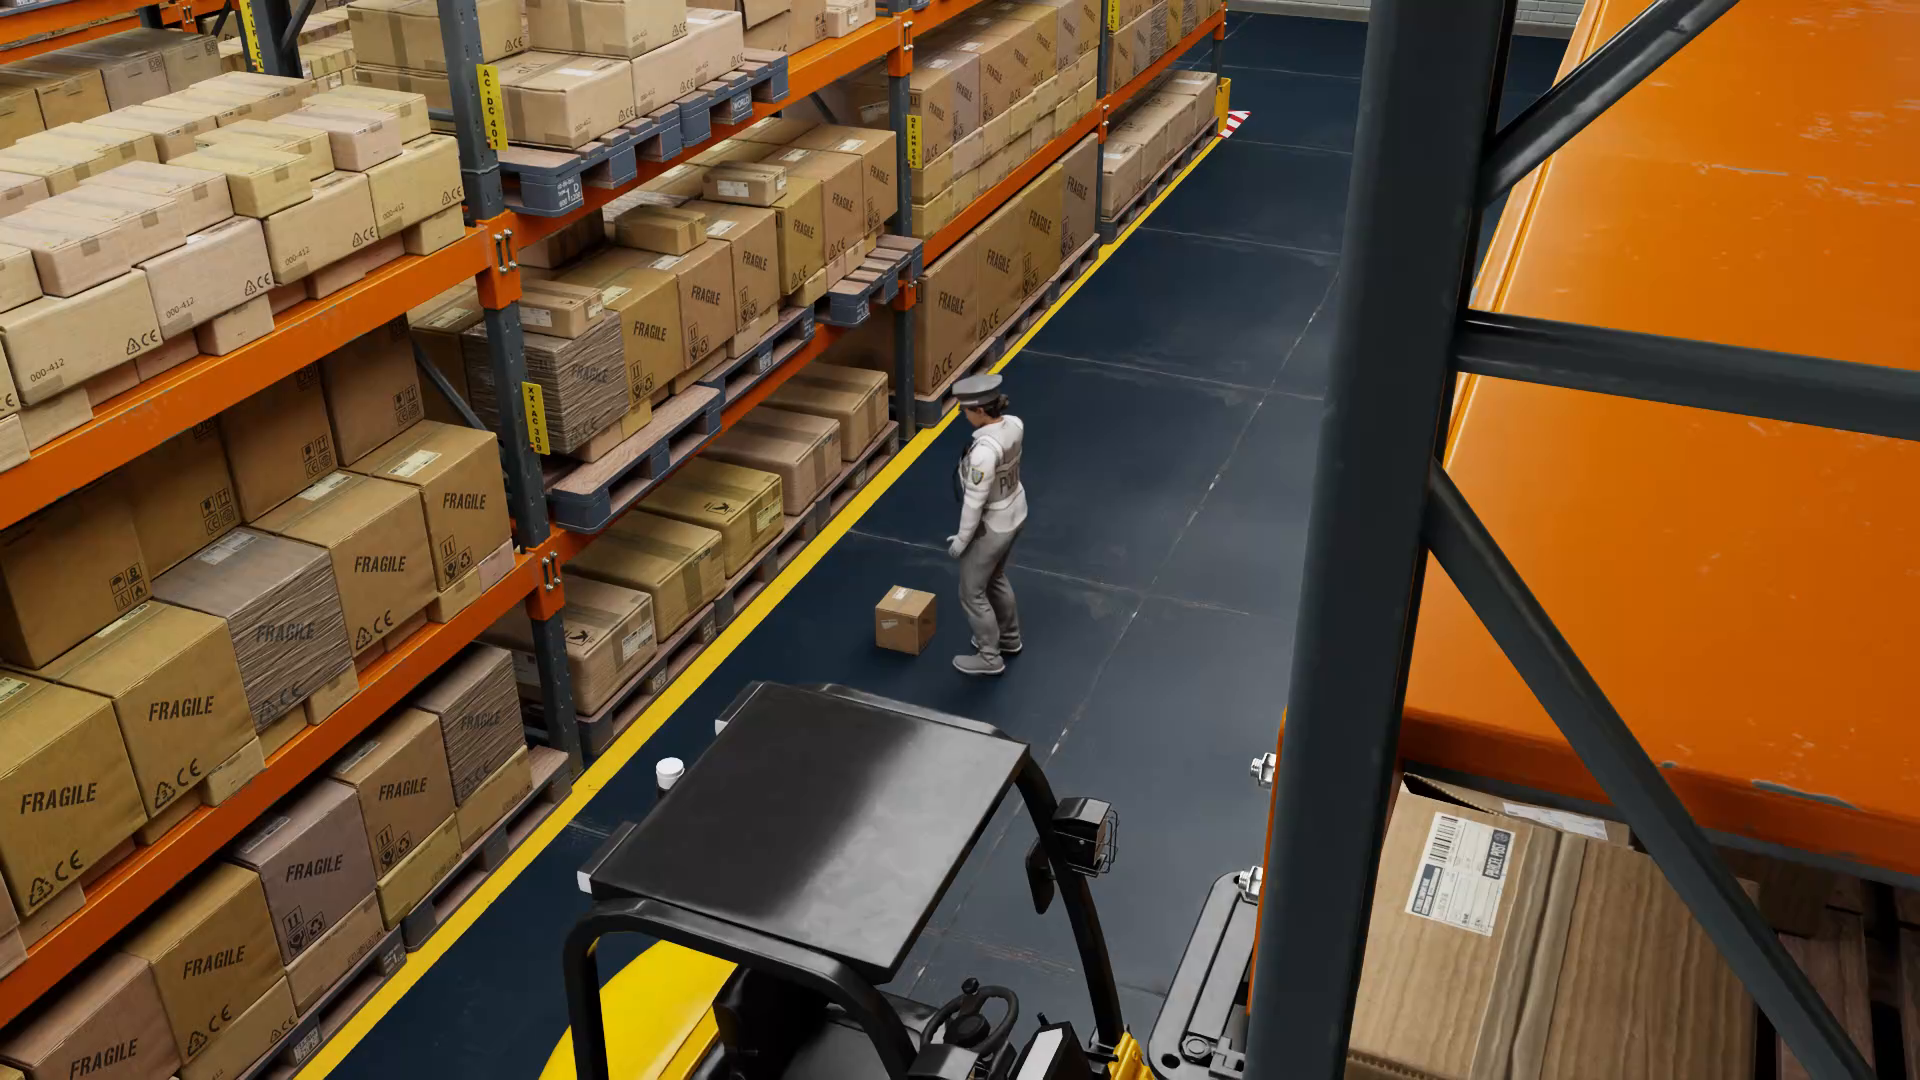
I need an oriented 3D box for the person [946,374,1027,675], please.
[{"bbox_3d":[0.140,-0.065,8.525,0.366,1.654,0.482,12,32,20],"label":"person"}]
